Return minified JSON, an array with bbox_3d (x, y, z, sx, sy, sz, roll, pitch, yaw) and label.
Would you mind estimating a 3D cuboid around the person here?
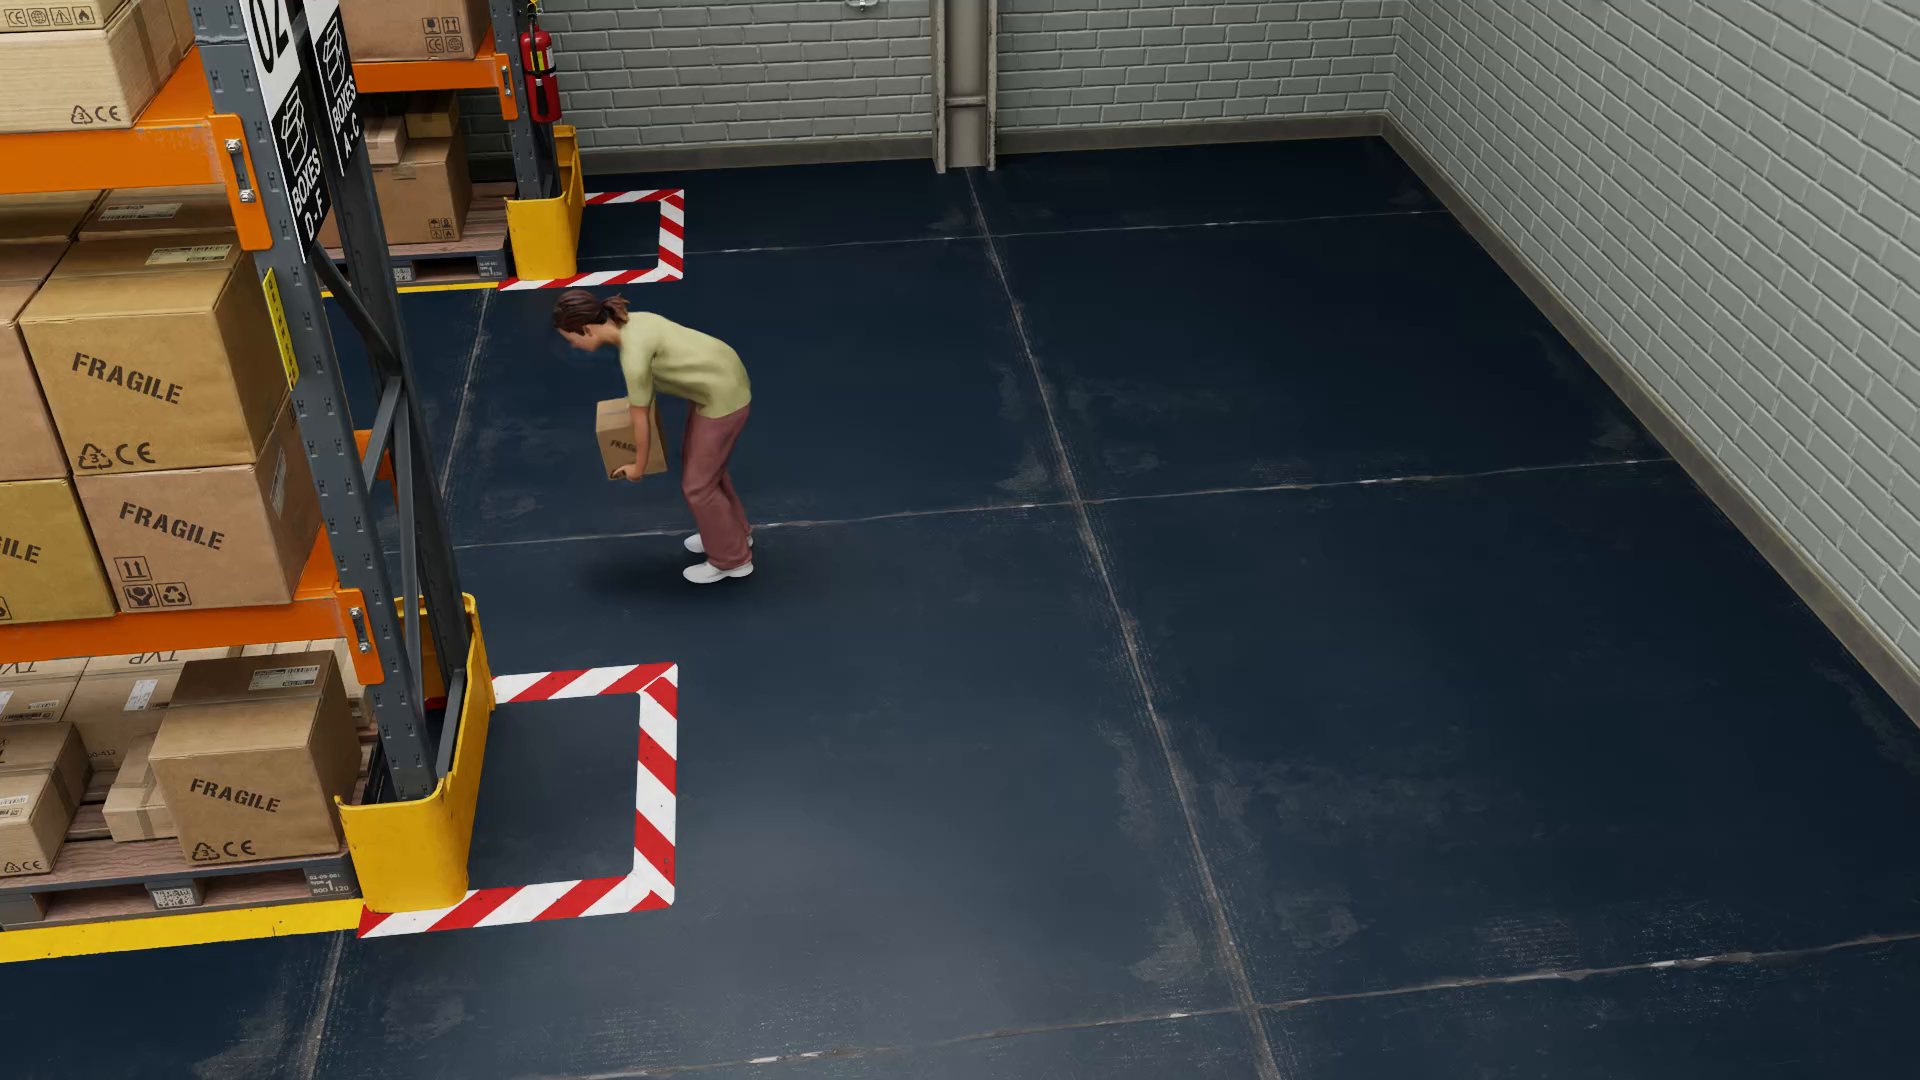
[{"bbox_3d":[-1.262,-0.453,7.058,0.777,1.380,0.406,-5,35,-7],"label":"person"}]
